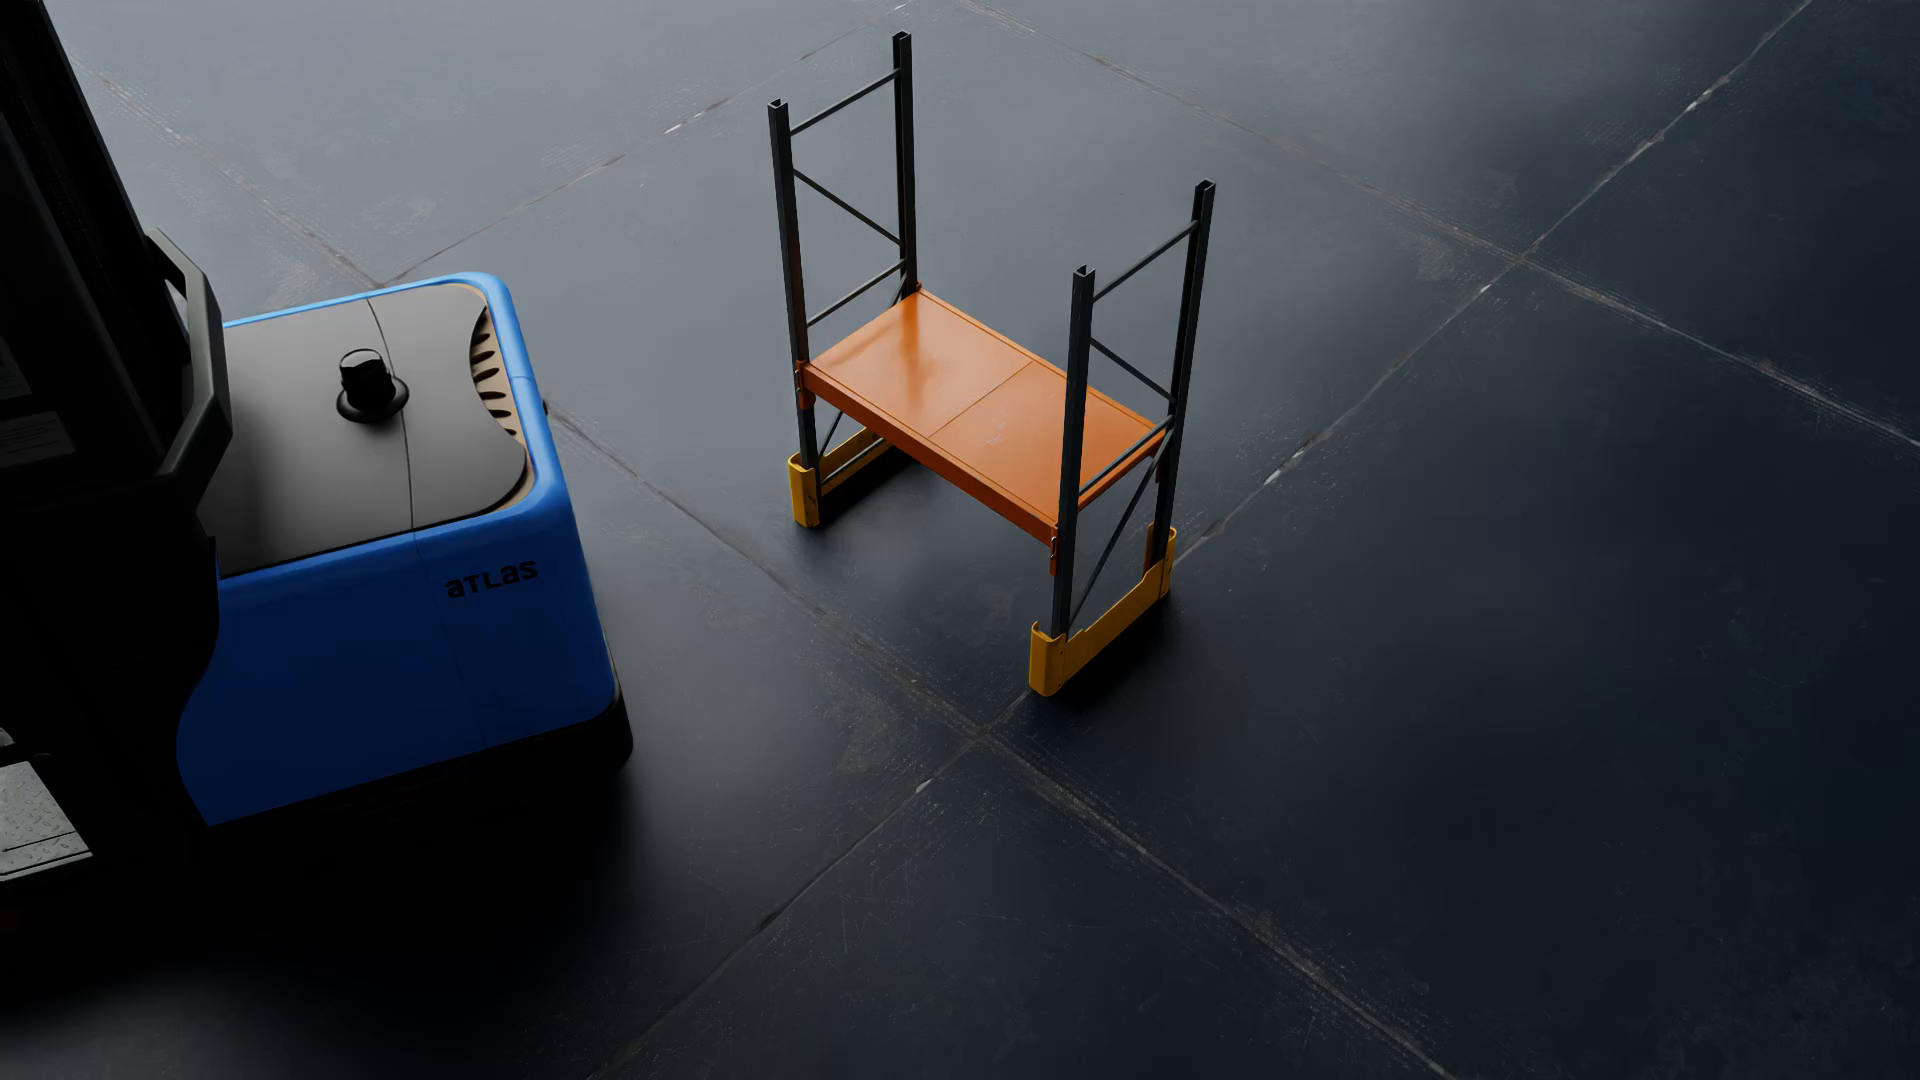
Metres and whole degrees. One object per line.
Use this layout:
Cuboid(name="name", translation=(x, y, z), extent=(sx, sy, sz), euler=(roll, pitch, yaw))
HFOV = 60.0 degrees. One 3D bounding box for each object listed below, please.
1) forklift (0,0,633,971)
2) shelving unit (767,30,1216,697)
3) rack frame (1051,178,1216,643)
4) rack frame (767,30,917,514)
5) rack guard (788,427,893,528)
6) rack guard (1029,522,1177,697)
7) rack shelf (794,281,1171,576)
Cuboid(name="forklift", translation=(-2.479, -0.309, 3.529), extent=(3.031, 2.935, 1.130), euler=(-15, 49, -14))
Cuboid(name="shelving unit", translation=(0.056, -0.476, 4.668), extent=(1.083, 1.500, 0.587), euler=(34, 55, 28))
Cuboid(name="rack frame", translation=(0.436, -0.220, 4.428), extent=(0.032, 1.500, 0.500), euler=(34, 55, 28))
Cuboid(name="rack frame", translation=(-0.311, -0.723, 4.900), extent=(0.032, 1.500, 0.500), euler=(34, 55, 28))
Cuboid(name="rack guard", translation=(-0.310, -0.294, 5.355), extent=(0.087, 0.250, 0.587), euler=(34, 55, 28))
Cuboid(name="rack guard", translation=(0.422, 0.198, 4.892), extent=(0.087, 0.250, 0.587), euler=(34, 55, 28))
Cuboid(name="rack shelf", translation=(0.063, -0.348, 4.795), extent=(1.000, 0.185, 0.538), euler=(34, 55, 28))
